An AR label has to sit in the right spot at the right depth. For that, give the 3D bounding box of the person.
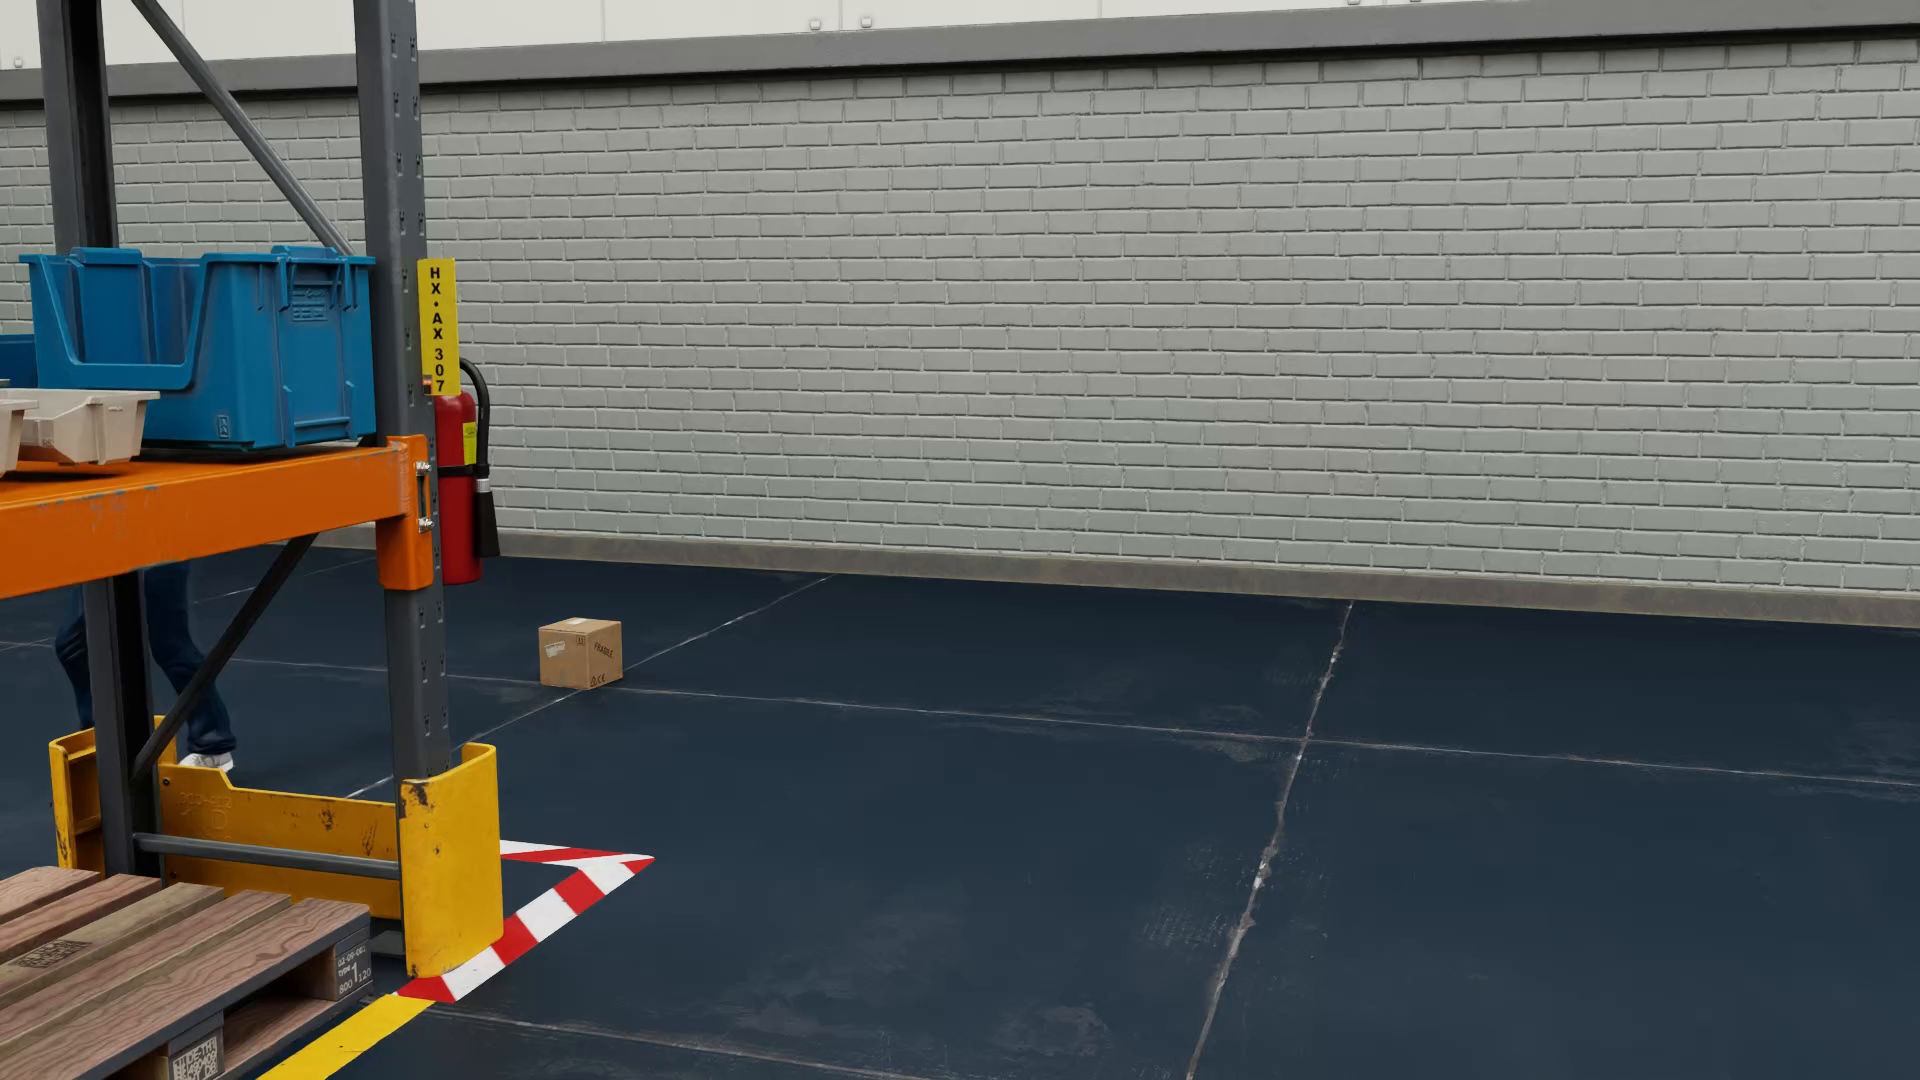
[{"bbox_3d":[-2.679,0.077,5.422,0.452,1.647,0.552,7,11,39],"label":"person"}]
